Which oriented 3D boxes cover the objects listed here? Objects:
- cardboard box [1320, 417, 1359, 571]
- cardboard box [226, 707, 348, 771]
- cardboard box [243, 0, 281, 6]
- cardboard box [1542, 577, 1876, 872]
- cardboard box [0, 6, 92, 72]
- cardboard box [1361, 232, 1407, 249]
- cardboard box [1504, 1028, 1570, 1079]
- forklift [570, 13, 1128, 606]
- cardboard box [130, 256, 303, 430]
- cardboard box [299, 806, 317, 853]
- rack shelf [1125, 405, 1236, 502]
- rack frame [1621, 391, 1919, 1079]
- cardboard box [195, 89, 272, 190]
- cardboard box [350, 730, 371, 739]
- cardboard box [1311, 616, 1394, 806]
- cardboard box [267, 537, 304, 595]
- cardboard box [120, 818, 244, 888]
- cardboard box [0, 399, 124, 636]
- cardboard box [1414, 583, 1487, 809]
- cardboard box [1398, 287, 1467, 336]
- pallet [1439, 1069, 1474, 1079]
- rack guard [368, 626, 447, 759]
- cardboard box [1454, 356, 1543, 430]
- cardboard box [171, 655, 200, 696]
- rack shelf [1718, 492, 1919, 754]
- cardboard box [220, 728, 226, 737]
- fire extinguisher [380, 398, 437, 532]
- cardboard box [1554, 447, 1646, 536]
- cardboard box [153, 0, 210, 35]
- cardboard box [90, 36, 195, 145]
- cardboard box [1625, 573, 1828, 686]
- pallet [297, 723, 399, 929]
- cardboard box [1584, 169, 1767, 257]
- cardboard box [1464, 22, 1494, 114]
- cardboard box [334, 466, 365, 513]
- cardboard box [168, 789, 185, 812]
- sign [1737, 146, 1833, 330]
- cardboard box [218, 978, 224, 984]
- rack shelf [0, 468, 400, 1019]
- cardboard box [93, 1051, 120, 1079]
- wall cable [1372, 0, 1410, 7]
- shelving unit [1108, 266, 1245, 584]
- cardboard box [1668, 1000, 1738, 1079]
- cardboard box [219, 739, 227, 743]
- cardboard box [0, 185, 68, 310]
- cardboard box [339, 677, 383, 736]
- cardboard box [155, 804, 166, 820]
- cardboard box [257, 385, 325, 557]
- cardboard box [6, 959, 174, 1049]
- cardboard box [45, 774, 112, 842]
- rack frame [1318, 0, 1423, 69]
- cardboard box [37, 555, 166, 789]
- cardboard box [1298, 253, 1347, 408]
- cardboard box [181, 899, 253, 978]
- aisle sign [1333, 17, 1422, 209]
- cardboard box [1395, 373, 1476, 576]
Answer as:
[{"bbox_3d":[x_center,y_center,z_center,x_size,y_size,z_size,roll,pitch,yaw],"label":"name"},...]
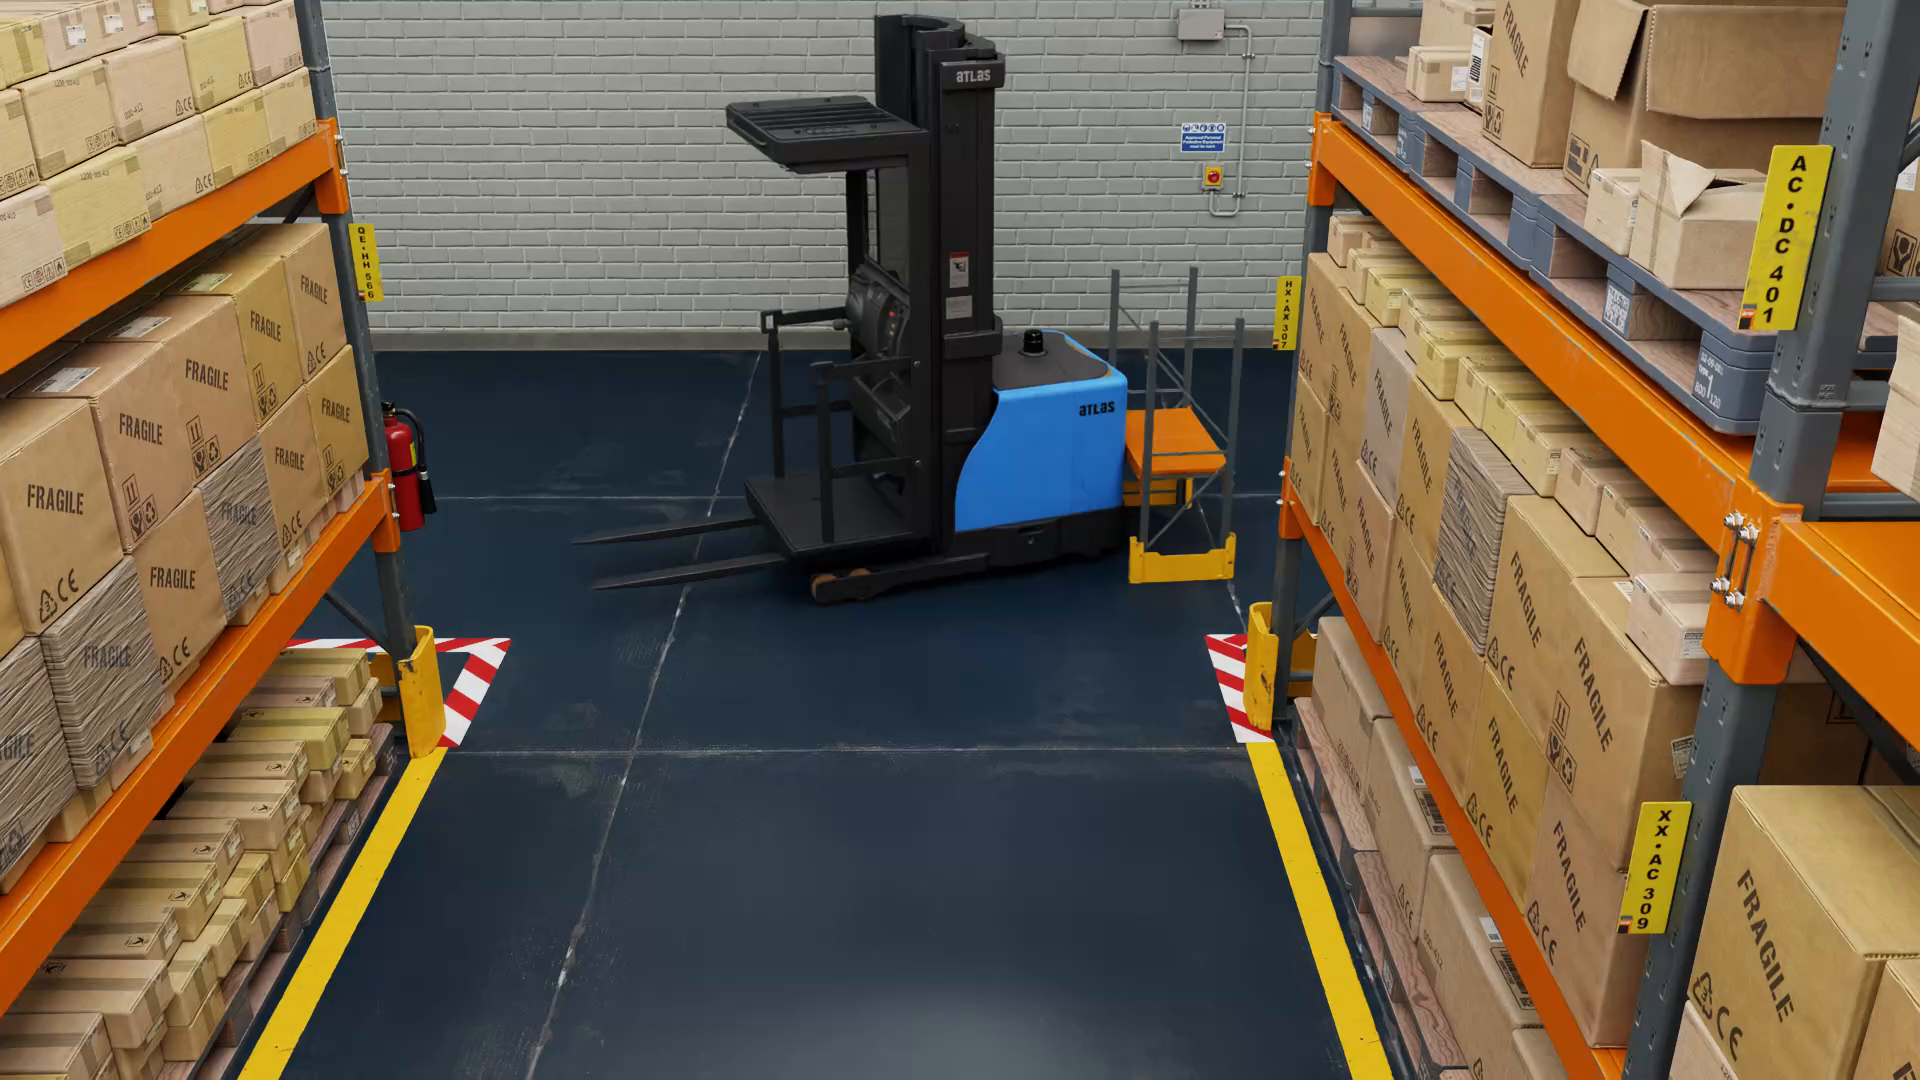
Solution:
[{"bbox_3d":[1.703,-0.176,6.378,0.500,0.500,0.500,-1,24,-1],"label":"cardboard box"},{"bbox_3d":[-2.663,0.790,6.592,0.380,0.149,0.250,-1,24,-2],"label":"cardboard box"},{"bbox_3d":[-2.700,-2.046,6.085,0.380,0.149,0.250,0,24,-1],"label":"cardboard box"},{"bbox_3d":[1.714,0.416,3.855,0.500,0.500,0.500,0,24,-1],"label":"cardboard box"},{"bbox_3d":[-2.705,-1.412,4.683,0.380,0.149,0.250,-1,24,-2],"label":"cardboard box"},{"bbox_3d":[1.753,-1.079,6.375,0.380,0.149,0.250,0,24,1],"label":"cardboard box"},{"bbox_3d":[2.096,1.827,4.669,0.875,0.438,0.875,-1,24,-1],"label":"cardboard box"},{"bbox_3d":[-0.630,-1.228,8.907,3.031,2.935,1.130,-9,26,-19],"label":"forklift"},{"bbox_3d":[-2.738,-0.714,5.994,0.500,0.500,0.500,-1,24,-2],"label":"cardboard box"},{"bbox_3d":[-2.746,1.166,6.482,0.380,0.149,0.250,0,24,0],"label":"cardboard box"},{"bbox_3d":[1.178,-0.508,9.489,0.538,0.185,1.000,-3,24,-6],"label":"rack shelf"},{"bbox_3d":[1.995,1.110,3.655,1.000,3.000,0.127,0,24,-1],"label":"rack frame"},{"bbox_3d":[-2.715,-1.376,5.694,0.500,0.250,0.500,0,24,0],"label":"cardboard box"},{"bbox_3d":[-2.783,0.850,7.181,0.380,0.149,0.250,0,24,0],"label":"cardboard box"},{"bbox_3d":[2.059,0.710,7.140,0.875,0.438,0.875,-1,24,-2],"label":"cardboard box"},{"bbox_3d":[-2.702,0.085,6.228,0.380,0.149,0.250,0,24,1],"label":"cardboard box"},{"bbox_3d":[-2.773,1.116,5.870,0.380,0.149,0.250,-1,24,-2],"label":"cardboard box"},{"bbox_3d":[-2.710,-0.071,4.571,0.500,0.500,0.500,0,24,0],"label":"cardboard box"},{"bbox_3d":[1.703,0.456,4.981,0.500,0.500,0.500,-1,24,-1],"label":"cardboard box"},{"bbox_3d":[1.717,-0.755,5.658,0.380,0.149,0.250,0,24,0],"label":"cardboard box"},{"bbox_3d":[2.065,2.067,4.923,1.003,0.211,1.213,0,24,-1],"label":"pallet"},{"bbox_3d":[-2.996,0.696,7.604,1.175,0.500,0.348,0,24,-1],"label":"rack guard"},{"bbox_3d":[1.705,-0.440,4.961,0.380,0.149,0.250,0,24,-1],"label":"cardboard box"},{"bbox_3d":[-2.766,0.414,5.499,0.380,0.149,0.250,0,24,0],"label":"cardboard box"},{"bbox_3d":[2.017,0.896,1.363,1.077,0.370,4.000,0,24,-1],"label":"rack shelf"},{"bbox_3d":[-3.248,0.715,7.118,0.380,0.149,0.250,1,24,2],"label":"cardboard box"},{"bbox_3d":[-2.538,-0.375,7.485,0.296,0.674,0.183,0,24,-1],"label":"fire extinguisher"},{"bbox_3d":[1.766,-0.128,4.271,0.380,0.149,0.250,0,24,-1],"label":"cardboard box"},{"bbox_3d":[-2.680,-1.730,5.386,0.380,0.149,0.250,0,24,0],"label":"cardboard box"},{"bbox_3d":[-2.728,-1.390,5.118,0.500,0.250,0.500,0,24,0],"label":"cardboard box"},{"bbox_3d":[1.674,0.188,3.572,0.380,0.149,0.250,-1,24,-2],"label":"cardboard box"},{"bbox_3d":[-3.023,1.163,6.923,1.003,0.211,1.213,0,24,-1],"label":"pallet"},{"bbox_3d":[1.665,-0.749,3.801,0.380,0.149,0.250,0,24,1],"label":"cardboard box"},{"bbox_3d":[1.918,-1.484,5.228,0.500,0.311,0.500,0,24,0],"label":"cardboard box"},{"bbox_3d":[-2.711,-0.226,6.915,0.380,0.149,0.250,0,24,0],"label":"cardboard box"},{"bbox_3d":[-2.799,1.040,6.400,0.380,0.149,0.250,-1,24,-1],"label":"cardboard box"},{"bbox_3d":[1.440,-0.525,2.907,0.100,0.325,0.005,0,24,-1],"label":"sign"},{"bbox_3d":[-2.770,1.488,5.770,0.380,0.149,0.250,0,24,1],"label":"cardboard box"},{"bbox_3d":[-2.975,0.678,5.484,1.077,0.370,4.000,0,24,-1],"label":"rack shelf"},{"bbox_3d":[-2.769,1.680,4.984,0.380,0.149,0.250,-1,24,-3],"label":"cardboard box"},{"bbox_3d":[3.285,-3.335,12.252,0.588,1.984,0.122,0,24,-1],"label":"wall cable"},{"bbox_3d":[1.177,-0.675,9.423,0.587,1.500,1.083,-3,24,-6],"label":"shelving unit"},{"bbox_3d":[1.718,1.134,3.179,0.500,0.250,0.500,-1,24,-2],"label":"cardboard box"},{"bbox_3d":[-3.227,0.959,6.941,0.380,0.149,0.250,0,24,-1],"label":"cardboard box"},{"bbox_3d":[-2.695,-0.737,4.282,0.500,0.250,0.500,1,24,2],"label":"cardboard box"},{"bbox_3d":[-2.706,0.714,7.119,0.380,0.149,0.250,-1,24,-2],"label":"cardboard box"},{"bbox_3d":[-3.316,1.035,6.411,0.380,0.149,0.250,0,24,1],"label":"cardboard box"},{"bbox_3d":[-2.734,-0.259,6.200,0.500,0.500,0.500,-1,24,-1],"label":"cardboard box"},{"bbox_3d":[-2.693,1.438,5.159,0.380,0.149,0.250,0,24,1],"label":"cardboard box"},{"bbox_3d":[-2.696,0.739,4.782,0.380,0.149,0.250,0,24,0],"label":"cardboard box"},{"bbox_3d":[1.952,-3.271,6.063,1.000,3.000,0.127,0,24,-1],"label":"rack frame"},{"bbox_3d":[-2.689,0.376,4.795,0.500,0.500,0.500,-1,24,-2],"label":"cardboard box"},{"bbox_3d":[1.672,-0.840,6.632,0.500,0.500,0.500,-1,24,-2],"label":"cardboard box"},{"bbox_3d":[-2.665,1.361,5.690,0.380,0.149,0.250,0,24,0],"label":"cardboard box"},{"bbox_3d":[1.661,-1.751,6.826,0.394,0.787,0.004,0,24,-1],"label":"aisle sign"},{"bbox_3d":[1.704,-0.209,5.238,0.500,0.500,0.500,0,24,0],"label":"cardboard box"}]
